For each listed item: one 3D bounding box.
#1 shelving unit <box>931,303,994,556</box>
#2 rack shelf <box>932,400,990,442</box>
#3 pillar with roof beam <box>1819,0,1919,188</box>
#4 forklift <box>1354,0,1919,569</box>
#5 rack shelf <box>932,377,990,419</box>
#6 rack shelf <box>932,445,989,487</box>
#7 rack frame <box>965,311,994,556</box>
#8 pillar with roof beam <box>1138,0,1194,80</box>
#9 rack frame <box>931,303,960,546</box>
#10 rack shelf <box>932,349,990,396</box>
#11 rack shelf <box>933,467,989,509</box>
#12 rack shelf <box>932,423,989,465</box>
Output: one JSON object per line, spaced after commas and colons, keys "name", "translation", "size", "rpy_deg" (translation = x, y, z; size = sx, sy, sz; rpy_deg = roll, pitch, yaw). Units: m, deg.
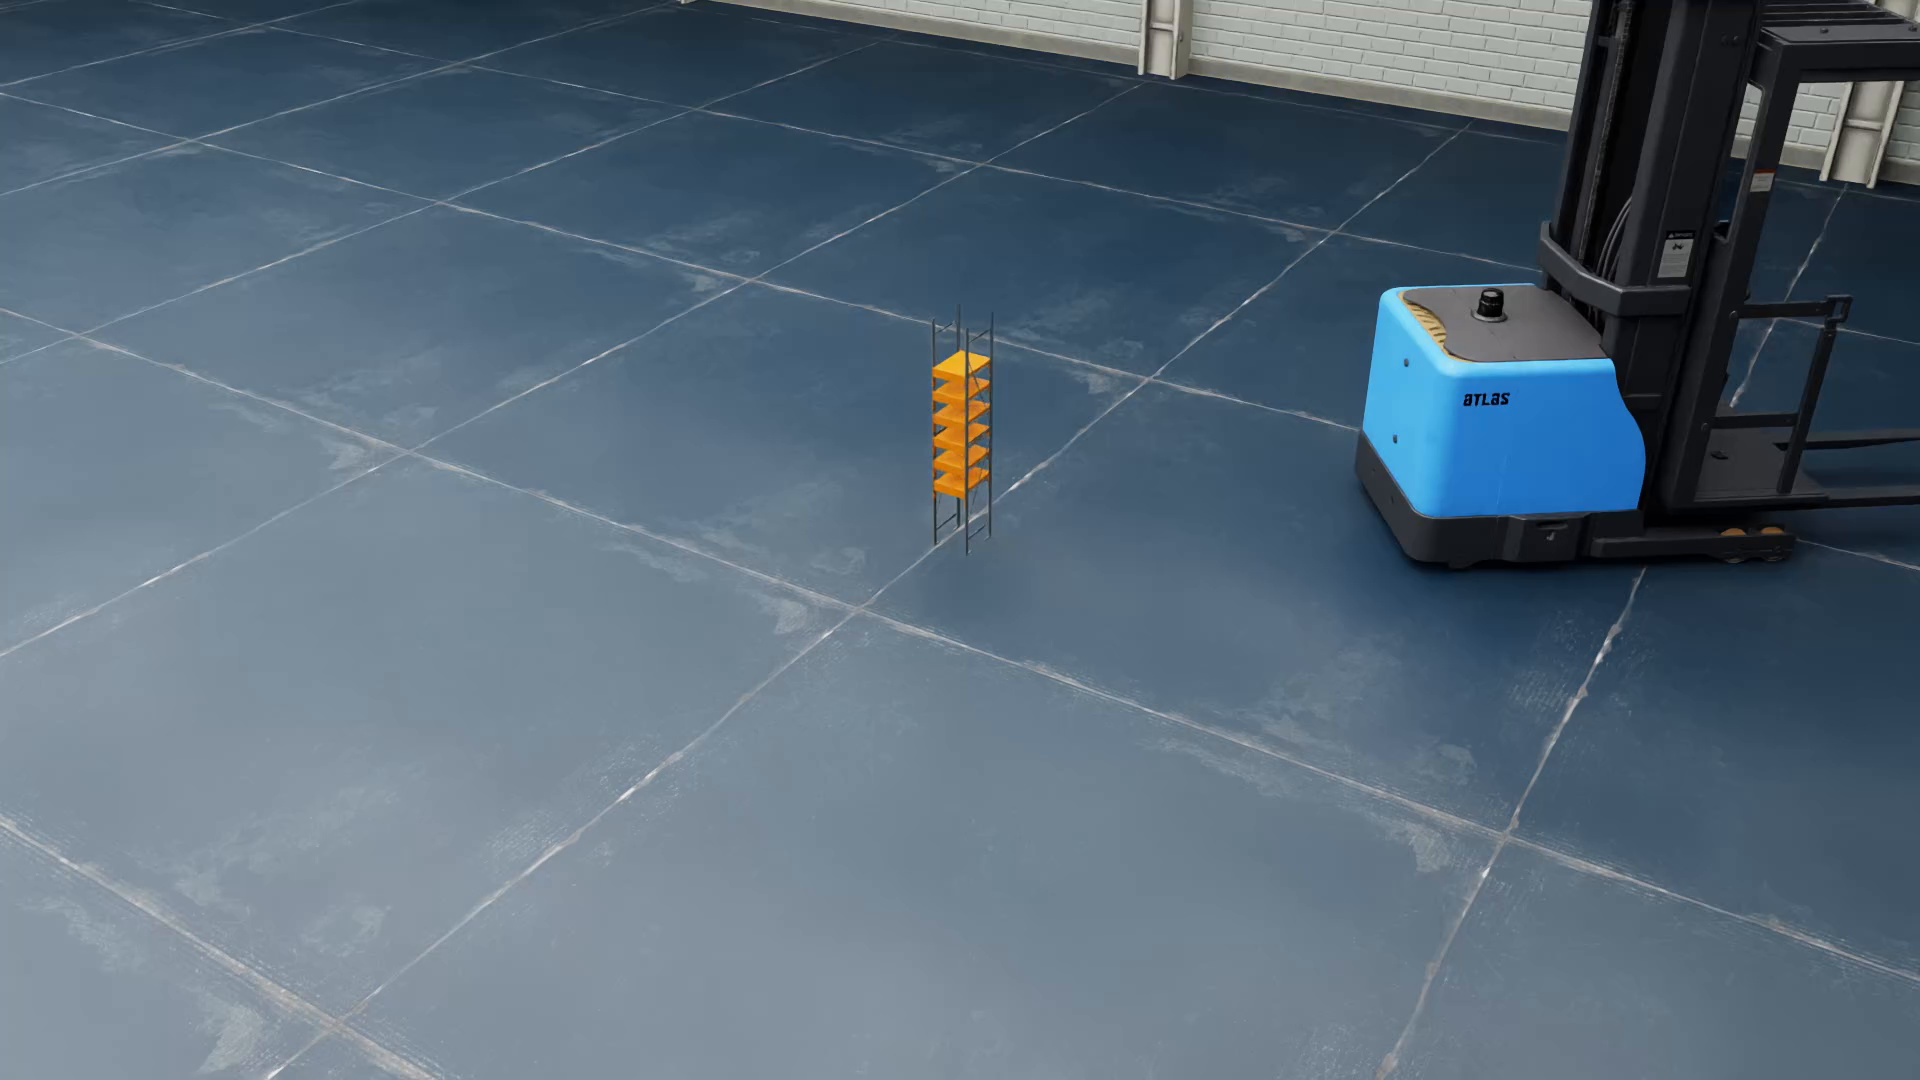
{"name": "shelving unit", "translation": [0.012, -0.514, 7.941], "size": [0.189, 1.200, 0.258], "rpy_deg": [18, 35, 27]}
{"name": "rack shelf", "translation": [0.012, -0.580, 7.903], "size": [0.180, 0.103, 0.258], "rpy_deg": [18, 35, 27]}
{"name": "pillar with roof beam", "translation": [4.738, -4.902, 7.723], "size": [0.400, 9.000, 9.100], "rpy_deg": [18, 35, 27]}
{"name": "forklift", "translation": [3.618, -1.419, 7.774], "size": [3.031, 2.935, 1.130], "rpy_deg": [-2, 30, -4]}
{"name": "rack shelf", "translation": [0.012, -0.683, 7.842], "size": [0.180, 0.103, 0.258], "rpy_deg": [18, 35, 27]}
{"name": "rack shelf", "translation": [0.012, -0.372, 8.024], "size": [0.180, 0.103, 0.258], "rpy_deg": [18, 35, 27]}
{"name": "rack frame", "translation": [0.090, -0.490, 7.899], "size": [0.006, 1.200, 0.240], "rpy_deg": [18, 35, 27]}
{"name": "pillar with roof beam", "translation": [-0.344, -6.510, 10.478], "size": [0.400, 9.000, 9.100], "rpy_deg": [18, 35, 27]}
{"name": "rack frame", "translation": [-0.065, -0.539, 7.983], "size": [0.006, 1.200, 0.240], "rpy_deg": [18, 35, 27]}
{"name": "rack shelf", "translation": [0.012, -0.787, 7.782], "size": [0.180, 0.103, 0.258], "rpy_deg": [18, 35, 27]}
{"name": "rack shelf", "translation": [0.012, -0.269, 8.084], "size": [0.180, 0.103, 0.258], "rpy_deg": [18, 35, 27]}
{"name": "rack shelf", "translation": [0.012, -0.476, 7.963], "size": [0.180, 0.103, 0.258], "rpy_deg": [18, 35, 27]}
